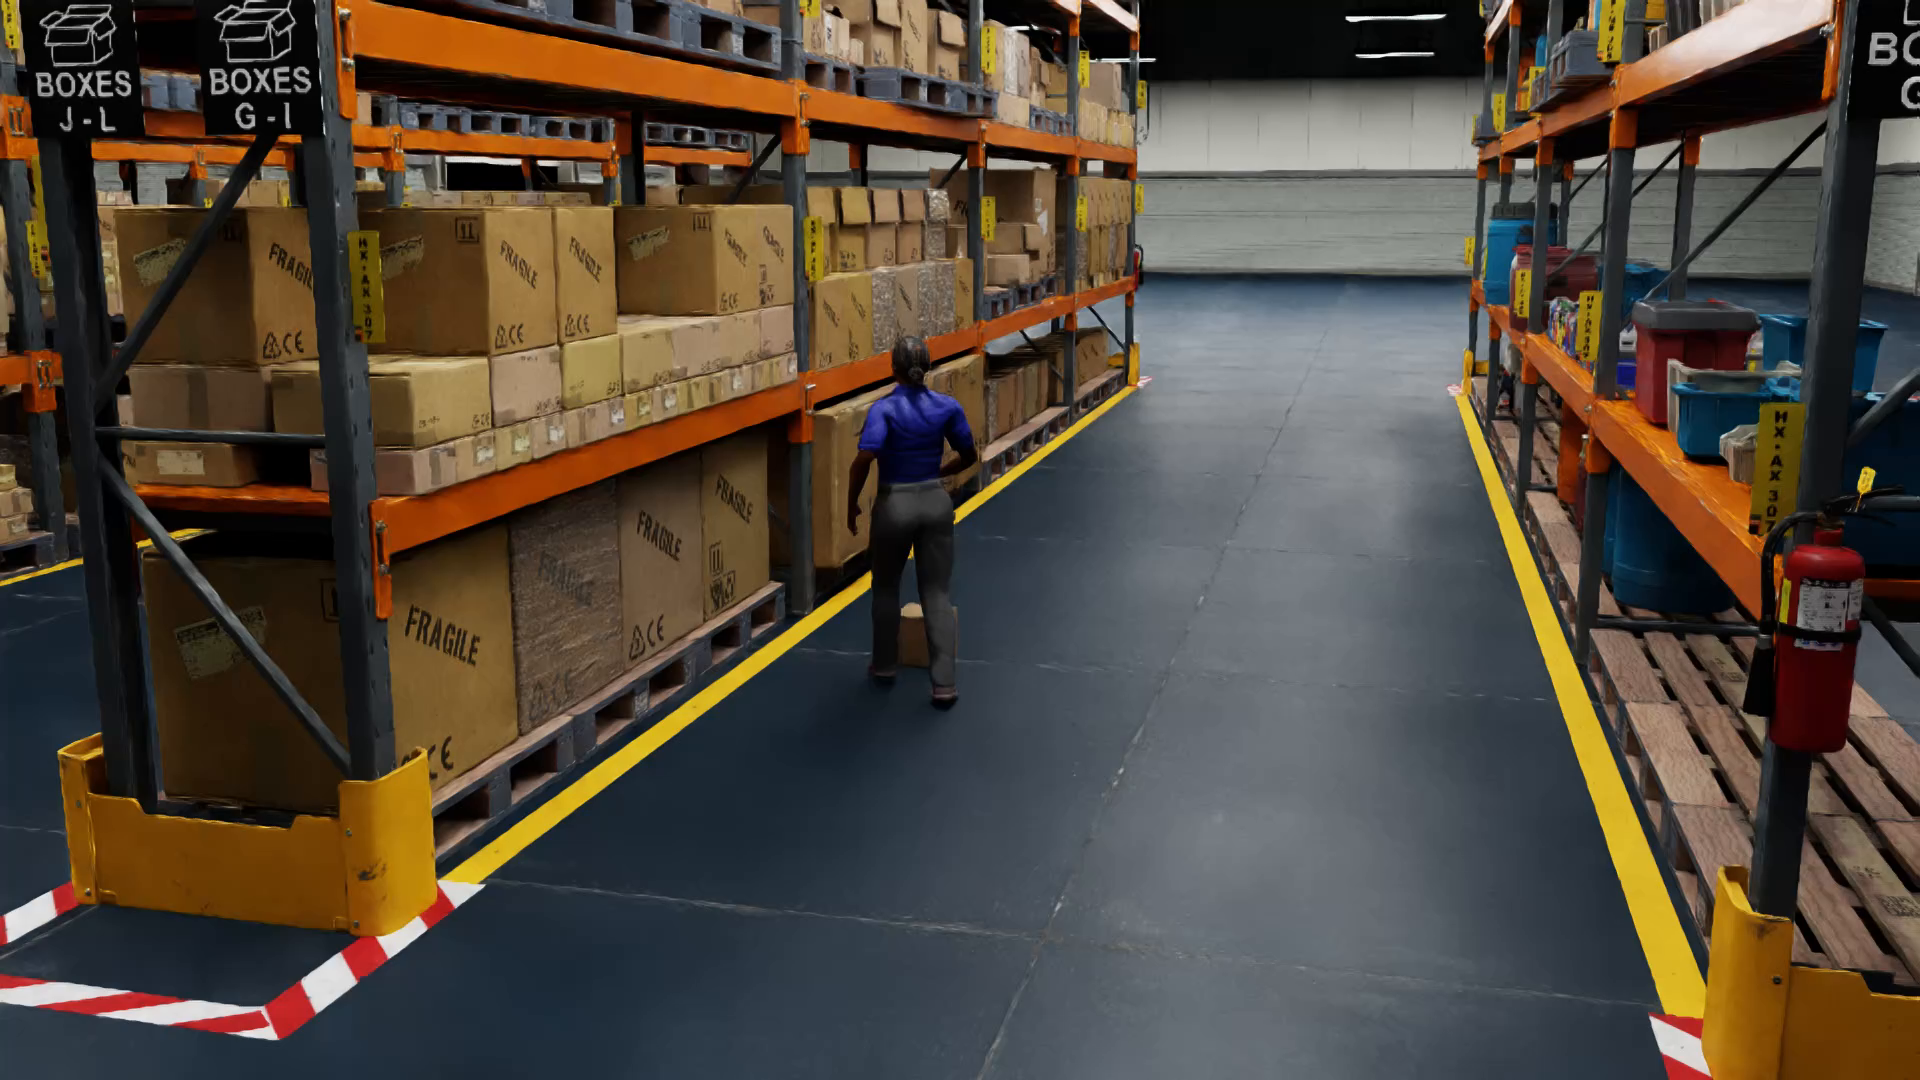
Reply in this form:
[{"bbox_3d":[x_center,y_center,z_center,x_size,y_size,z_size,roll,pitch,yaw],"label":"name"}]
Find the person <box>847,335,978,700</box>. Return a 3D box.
[{"bbox_3d":[-0.258,-0.117,7.538,0.613,1.647,0.743,-4,12,-17],"label":"person"}]
